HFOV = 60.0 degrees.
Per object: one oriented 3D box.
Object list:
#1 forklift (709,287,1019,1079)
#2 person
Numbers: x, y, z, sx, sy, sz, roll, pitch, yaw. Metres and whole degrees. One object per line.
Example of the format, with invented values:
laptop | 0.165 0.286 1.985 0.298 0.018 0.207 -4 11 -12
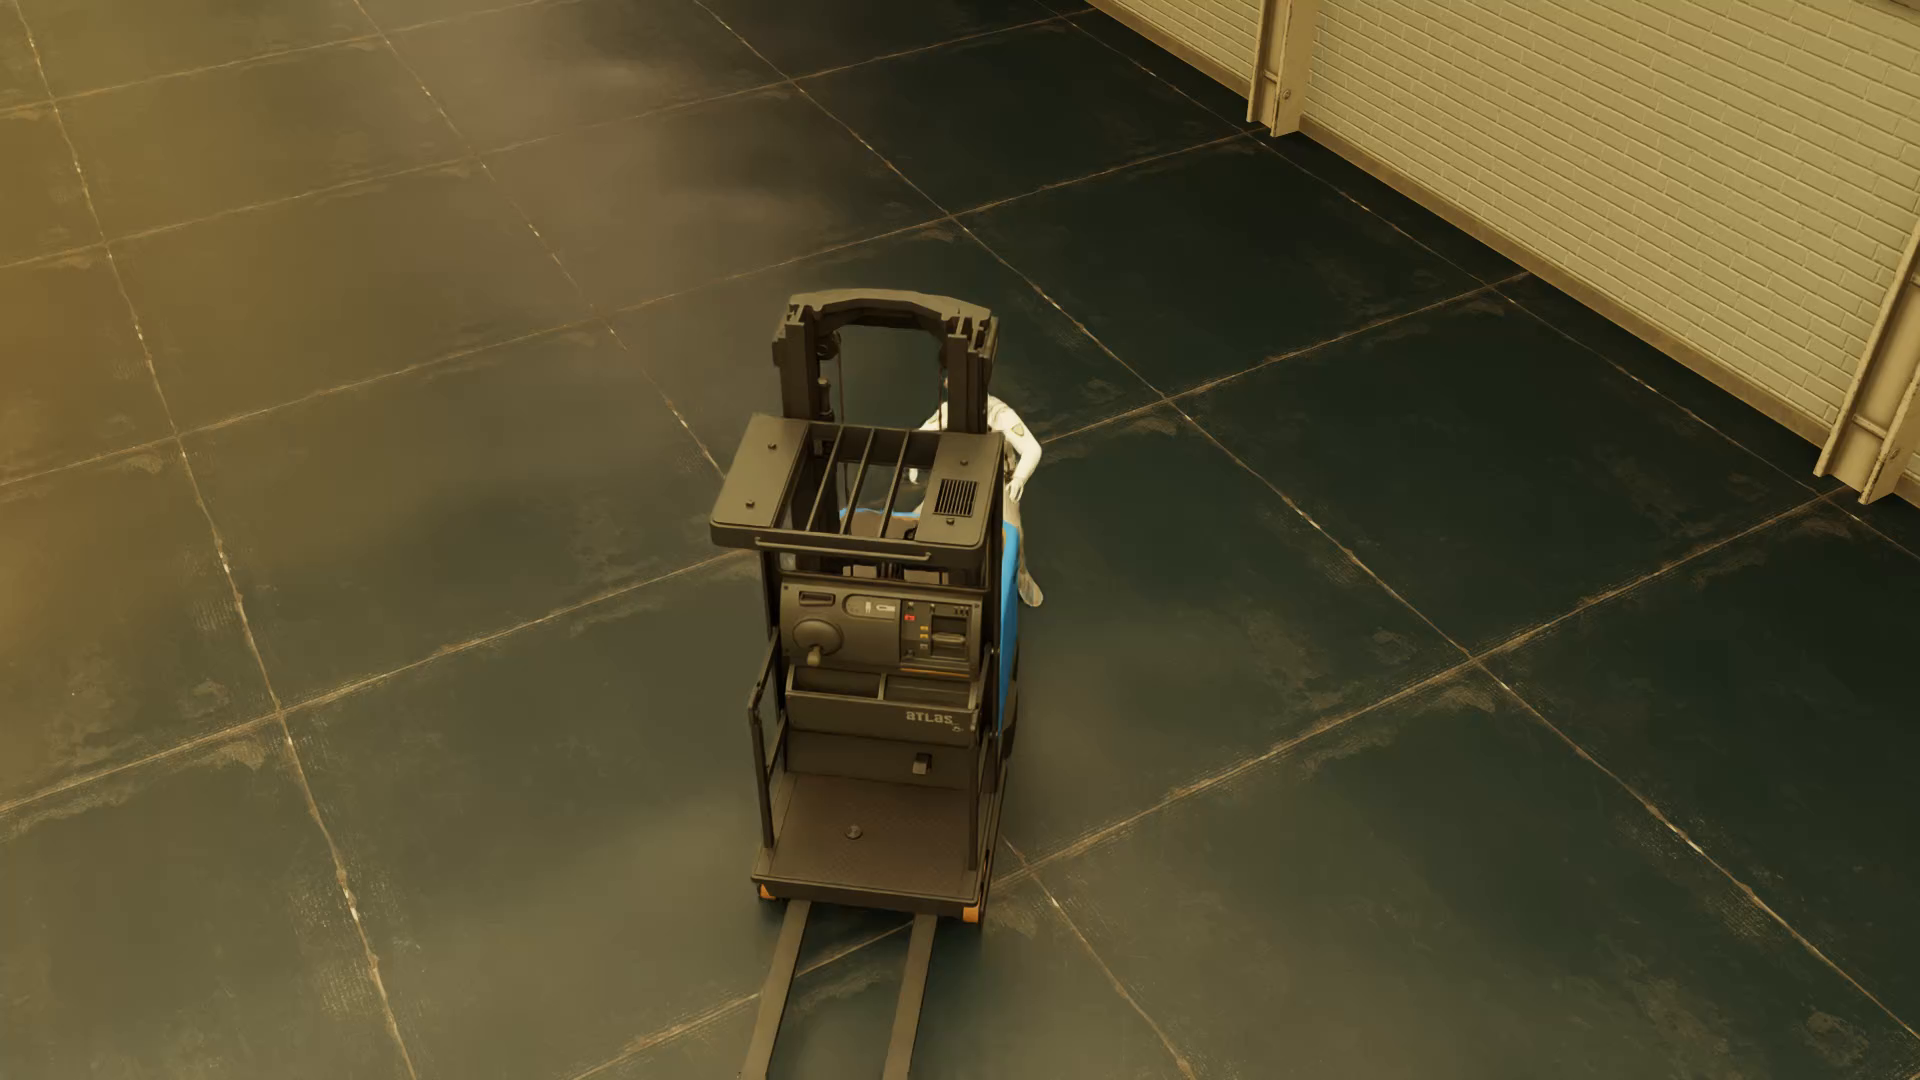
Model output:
forklift | -0.391 0.487 7.449 1.130 2.935 3.031 5 40 6
person | 0.042 -0.304 9.567 0.990 1.445 0.691 23 45 25
